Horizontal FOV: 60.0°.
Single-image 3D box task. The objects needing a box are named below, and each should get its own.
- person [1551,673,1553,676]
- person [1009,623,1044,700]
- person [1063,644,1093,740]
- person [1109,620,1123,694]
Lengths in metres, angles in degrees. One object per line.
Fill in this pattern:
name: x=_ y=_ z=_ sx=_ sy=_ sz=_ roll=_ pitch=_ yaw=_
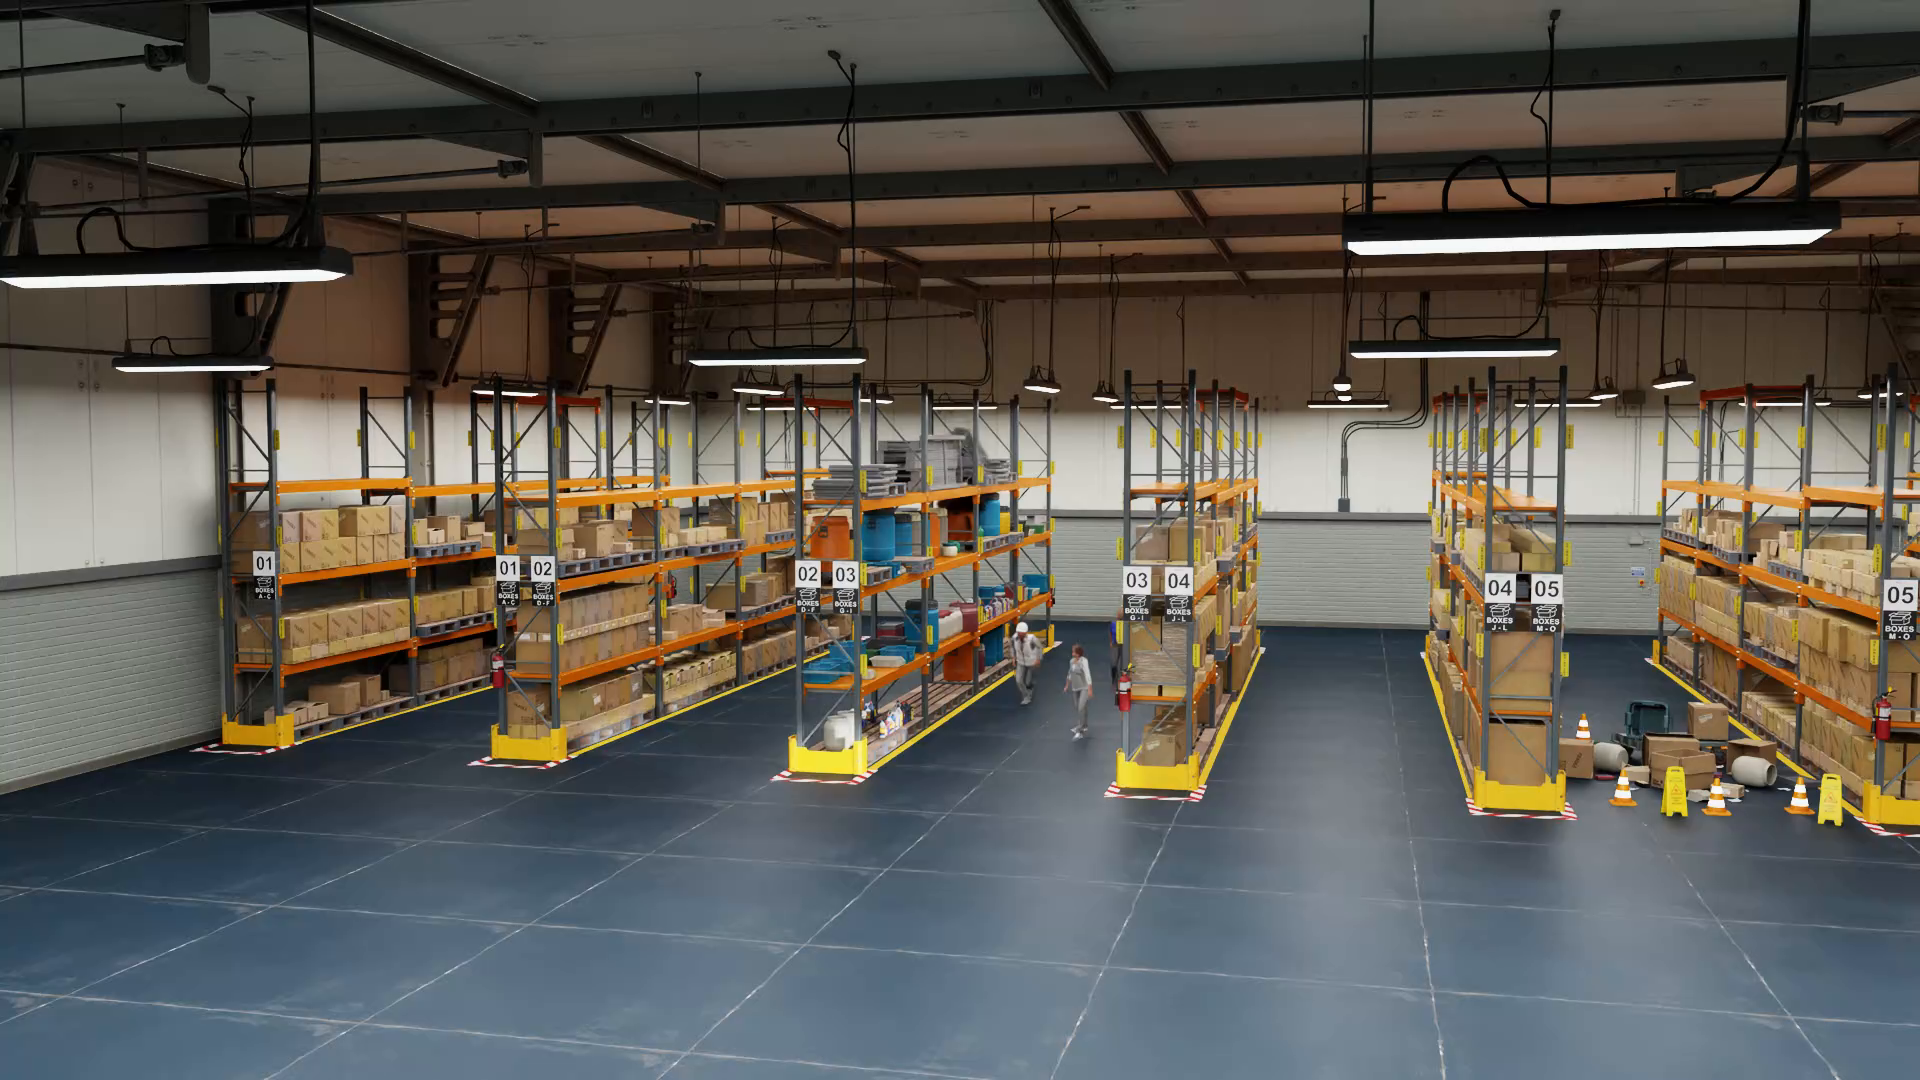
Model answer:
person: x=12.448 y=2.018 z=35.225 sx=0.620 sy=1.720 sz=0.947 roll=0 pitch=3 yaw=5
person: x=1.269 y=2.292 z=31.455 sx=0.666 sy=1.527 sz=0.953 roll=1 pitch=4 yaw=18
person: x=2.030 y=2.549 z=28.073 sx=0.648 sy=1.589 sz=0.638 roll=-3 pitch=4 yaw=-40
person: x=3.203 y=2.307 z=32.999 sx=0.521 sy=1.492 sz=0.632 roll=1 pitch=4 yaw=15
